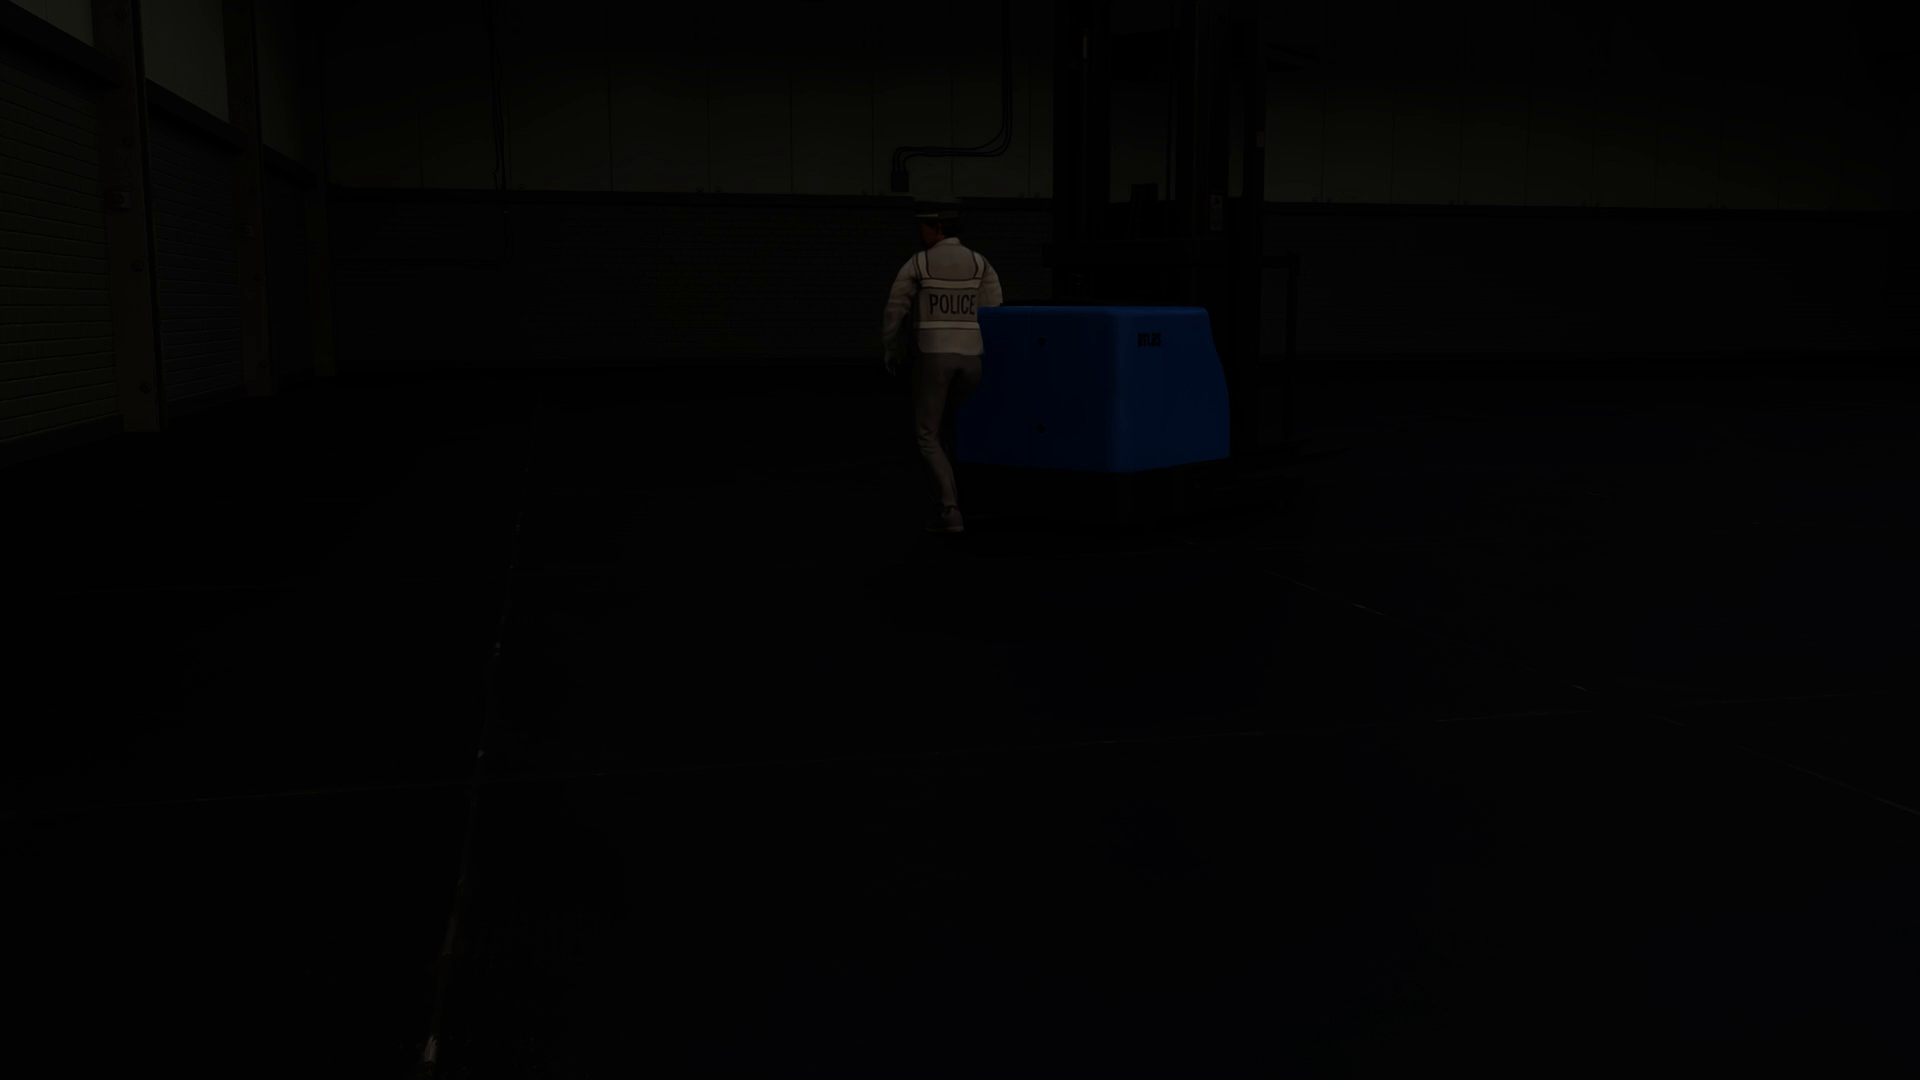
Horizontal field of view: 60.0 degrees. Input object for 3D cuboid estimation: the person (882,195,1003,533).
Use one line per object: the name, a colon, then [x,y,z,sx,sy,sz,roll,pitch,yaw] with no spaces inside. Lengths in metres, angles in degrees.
person: [-0.055,-0.857,8.105,0.611,1.609,0.826,-4,9,-27]

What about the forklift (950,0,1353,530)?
forklift: [1.230,-1.656,8.965,1.130,2.935,3.031,6,10,36]
